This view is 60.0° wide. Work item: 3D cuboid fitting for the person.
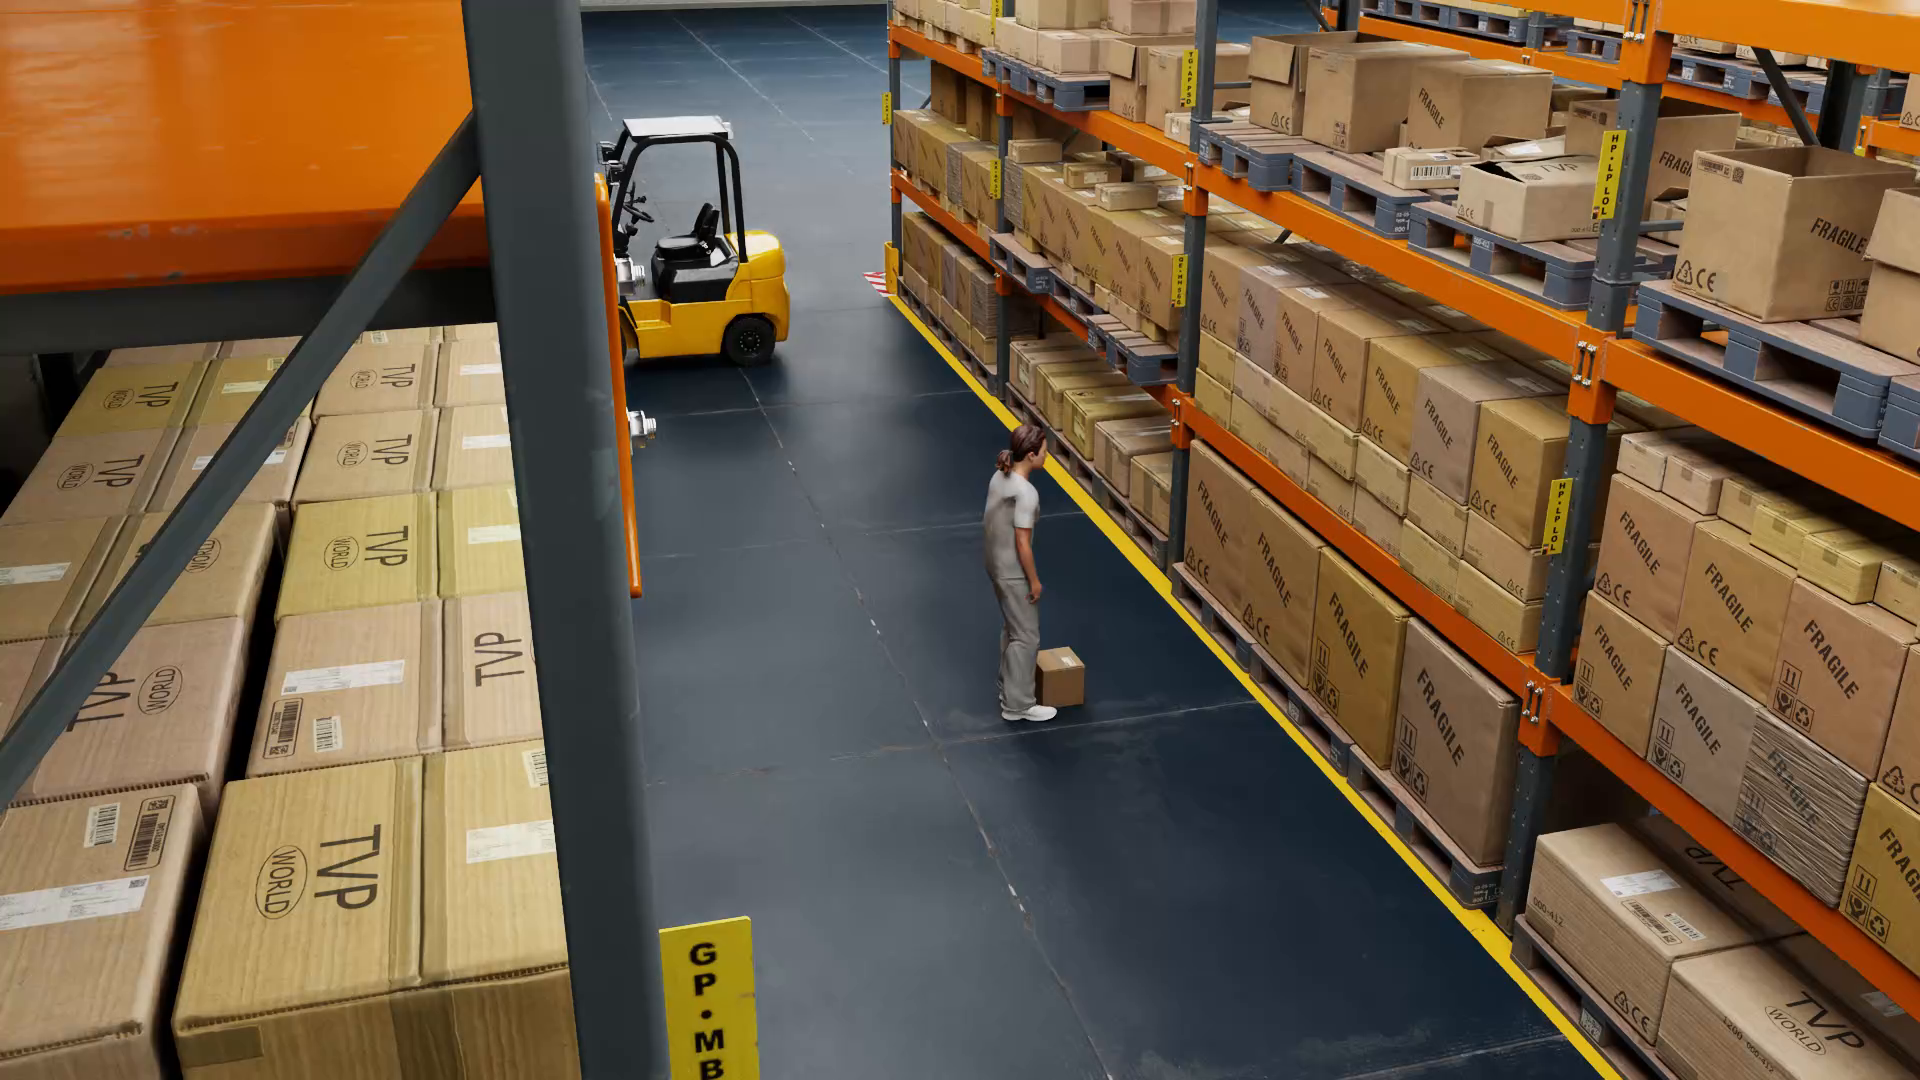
[{"bbox_3d":[0.342,0.166,9.207,0.405,1.672,0.498,-7,24,-15],"label":"person"}]
